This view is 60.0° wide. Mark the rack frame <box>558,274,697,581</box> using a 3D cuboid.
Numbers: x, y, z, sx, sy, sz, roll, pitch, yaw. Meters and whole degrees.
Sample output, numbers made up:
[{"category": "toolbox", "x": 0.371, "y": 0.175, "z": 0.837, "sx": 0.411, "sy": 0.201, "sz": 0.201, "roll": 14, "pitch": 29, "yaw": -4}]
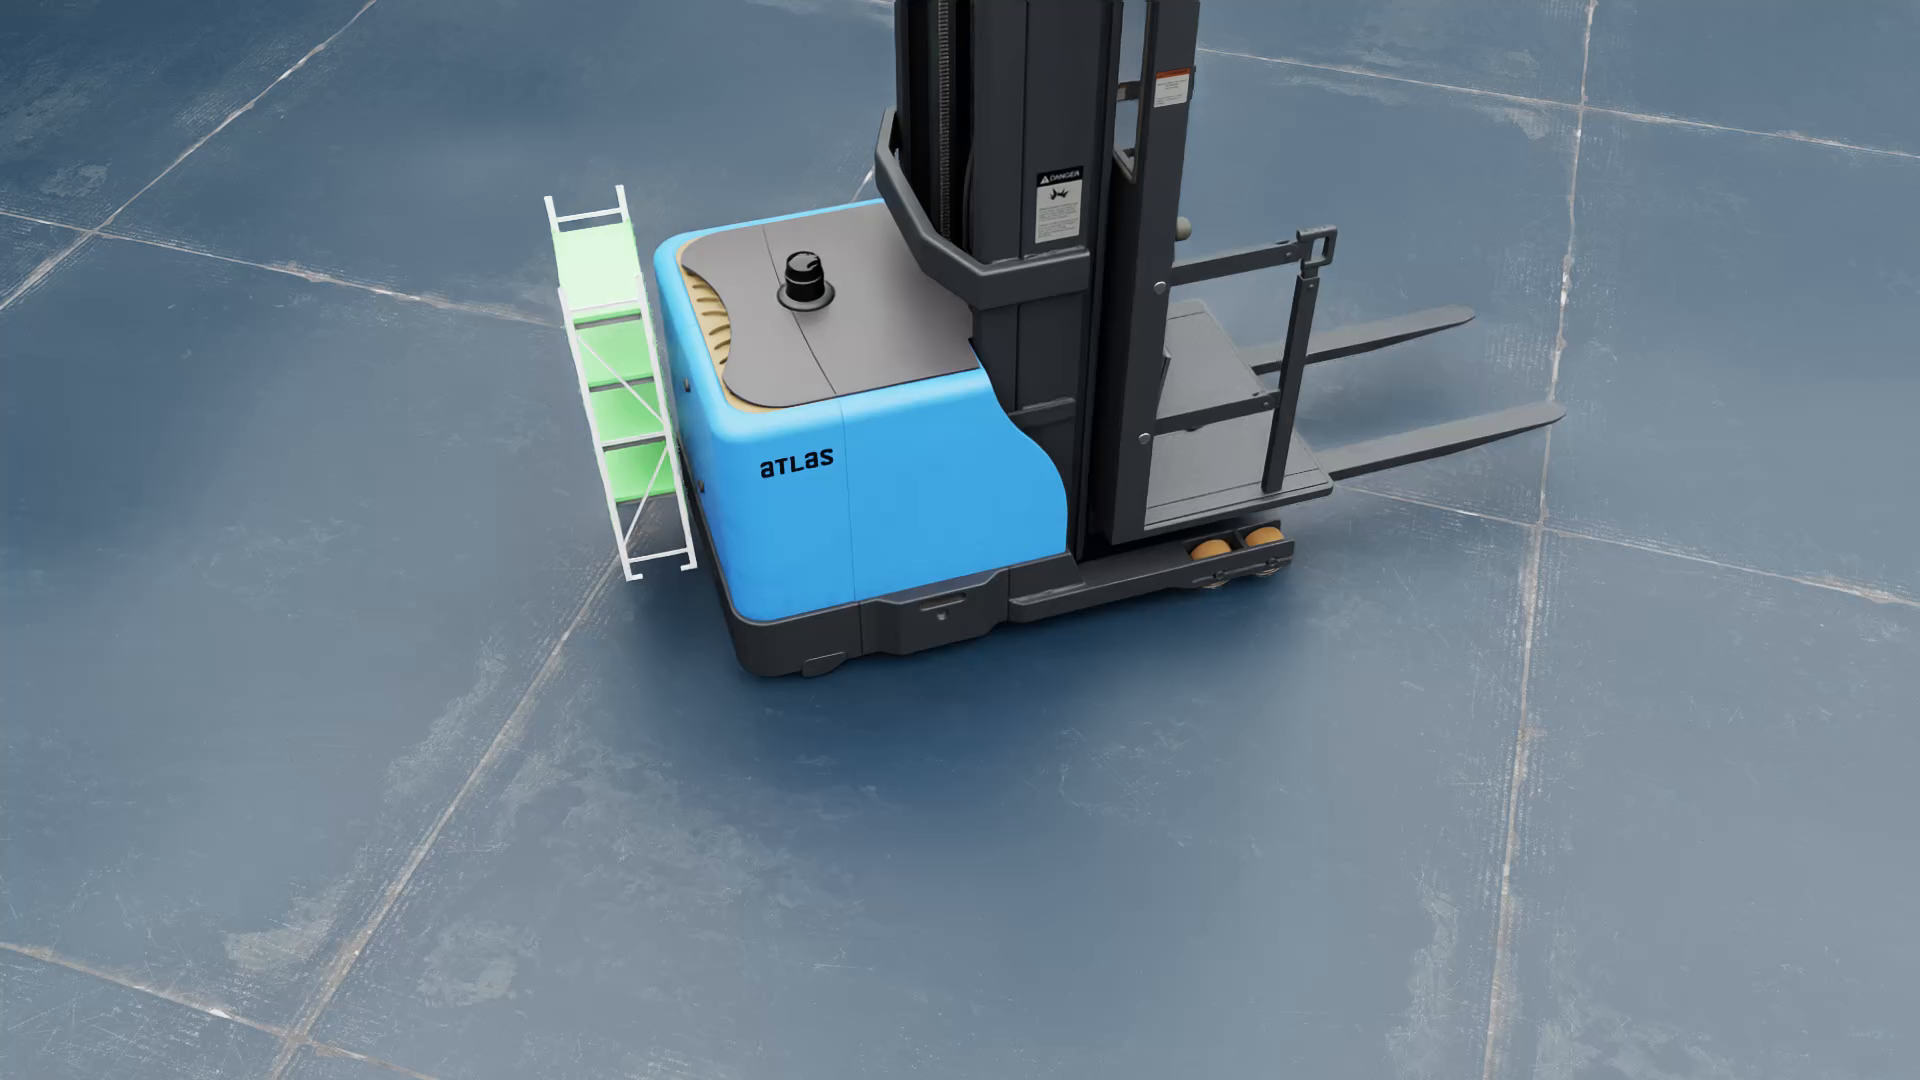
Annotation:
[{"category": "rack frame", "x": -1.024, "y": -0.315, "z": 5.210, "sx": 0.240, "sy": 1.200, "sz": 0.015, "roll": -11, "pitch": 45, "yaw": -9}]

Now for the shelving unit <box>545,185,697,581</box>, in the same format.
[{"category": "shelving unit", "x": -1.085, "y": -0.481, "z": 5.379, "sx": 0.258, "sy": 1.200, "sz": 0.503, "roll": -11, "pitch": 45, "yaw": -9}]

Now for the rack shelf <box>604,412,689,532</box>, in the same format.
[{"category": "rack shelf", "x": -1.078, "y": -0.265, "z": 5.592, "sx": 0.258, "sy": 0.148, "sz": 0.480, "roll": -11, "pitch": 45, "yaw": -9}]

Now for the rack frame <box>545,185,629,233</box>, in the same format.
[{"category": "rack frame", "x": -1.146, "y": -0.646, "z": 5.548, "sx": 0.240, "sy": 1.200, "sz": 0.015, "roll": -11, "pitch": 45, "yaw": -9}]

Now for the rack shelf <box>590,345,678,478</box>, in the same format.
[{"category": "rack shelf", "x": -1.083, "y": -0.435, "z": 5.424, "sx": 0.258, "sy": 0.148, "sz": 0.480, "roll": -11, "pitch": 45, "yaw": -9}]

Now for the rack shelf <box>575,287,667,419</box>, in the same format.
[{"category": "rack shelf", "x": -1.089, "y": -0.606, "z": 5.255, "sx": 0.258, "sy": 0.148, "sz": 0.480, "roll": -11, "pitch": 45, "yaw": -9}]

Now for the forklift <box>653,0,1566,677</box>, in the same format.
[{"category": "forklift", "x": 0.605, "y": -1.226, "z": 4.907, "sx": 3.031, "sy": 2.935, "sz": 1.130, "roll": -13, "pitch": 46, "yaw": -13}]

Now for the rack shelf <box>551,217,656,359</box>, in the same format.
[{"category": "rack shelf", "x": -1.094, "y": -0.776, "z": 5.086, "sx": 0.258, "sy": 0.148, "sz": 0.480, "roll": -11, "pitch": 45, "yaw": -9}]
